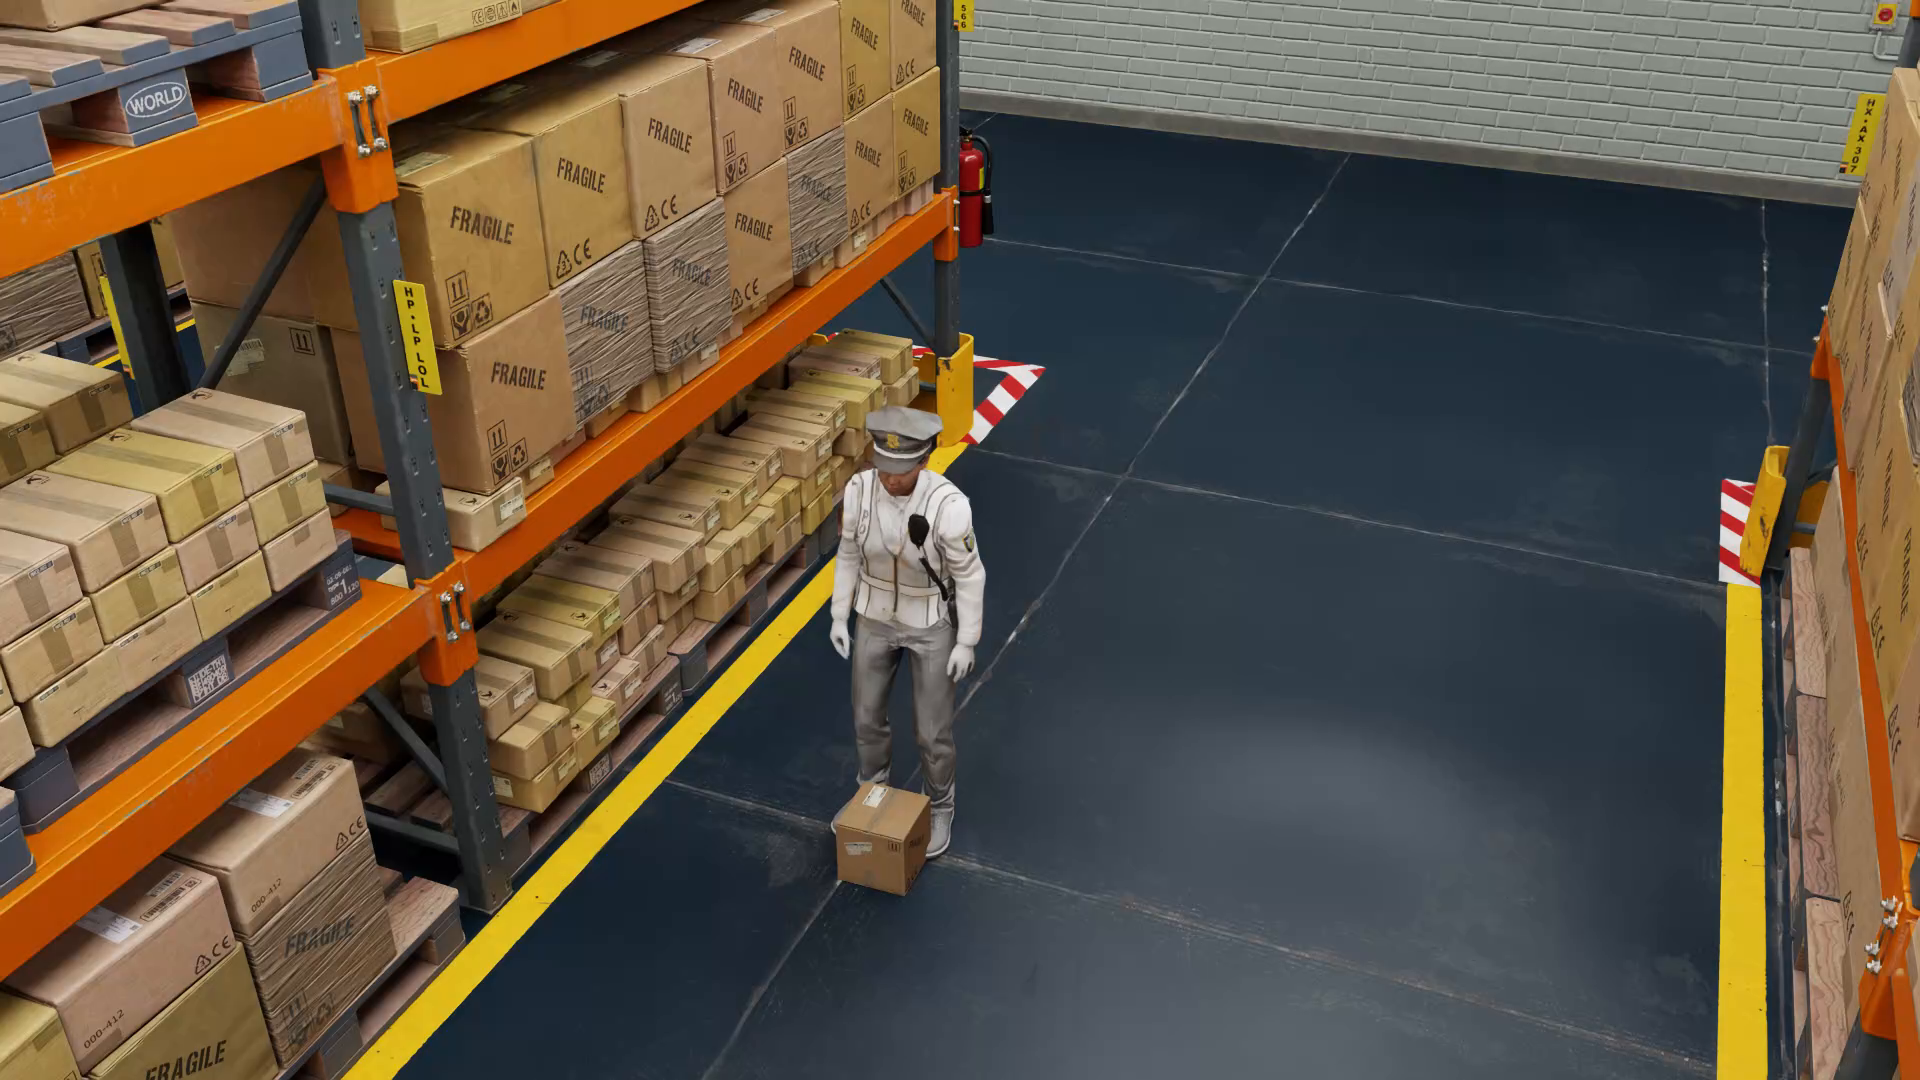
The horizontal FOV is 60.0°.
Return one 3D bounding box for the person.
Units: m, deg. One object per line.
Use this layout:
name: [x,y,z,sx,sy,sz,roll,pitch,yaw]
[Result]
person: [-0.182,0.303,5.596,0.532,1.663,0.373,10,31,17]
